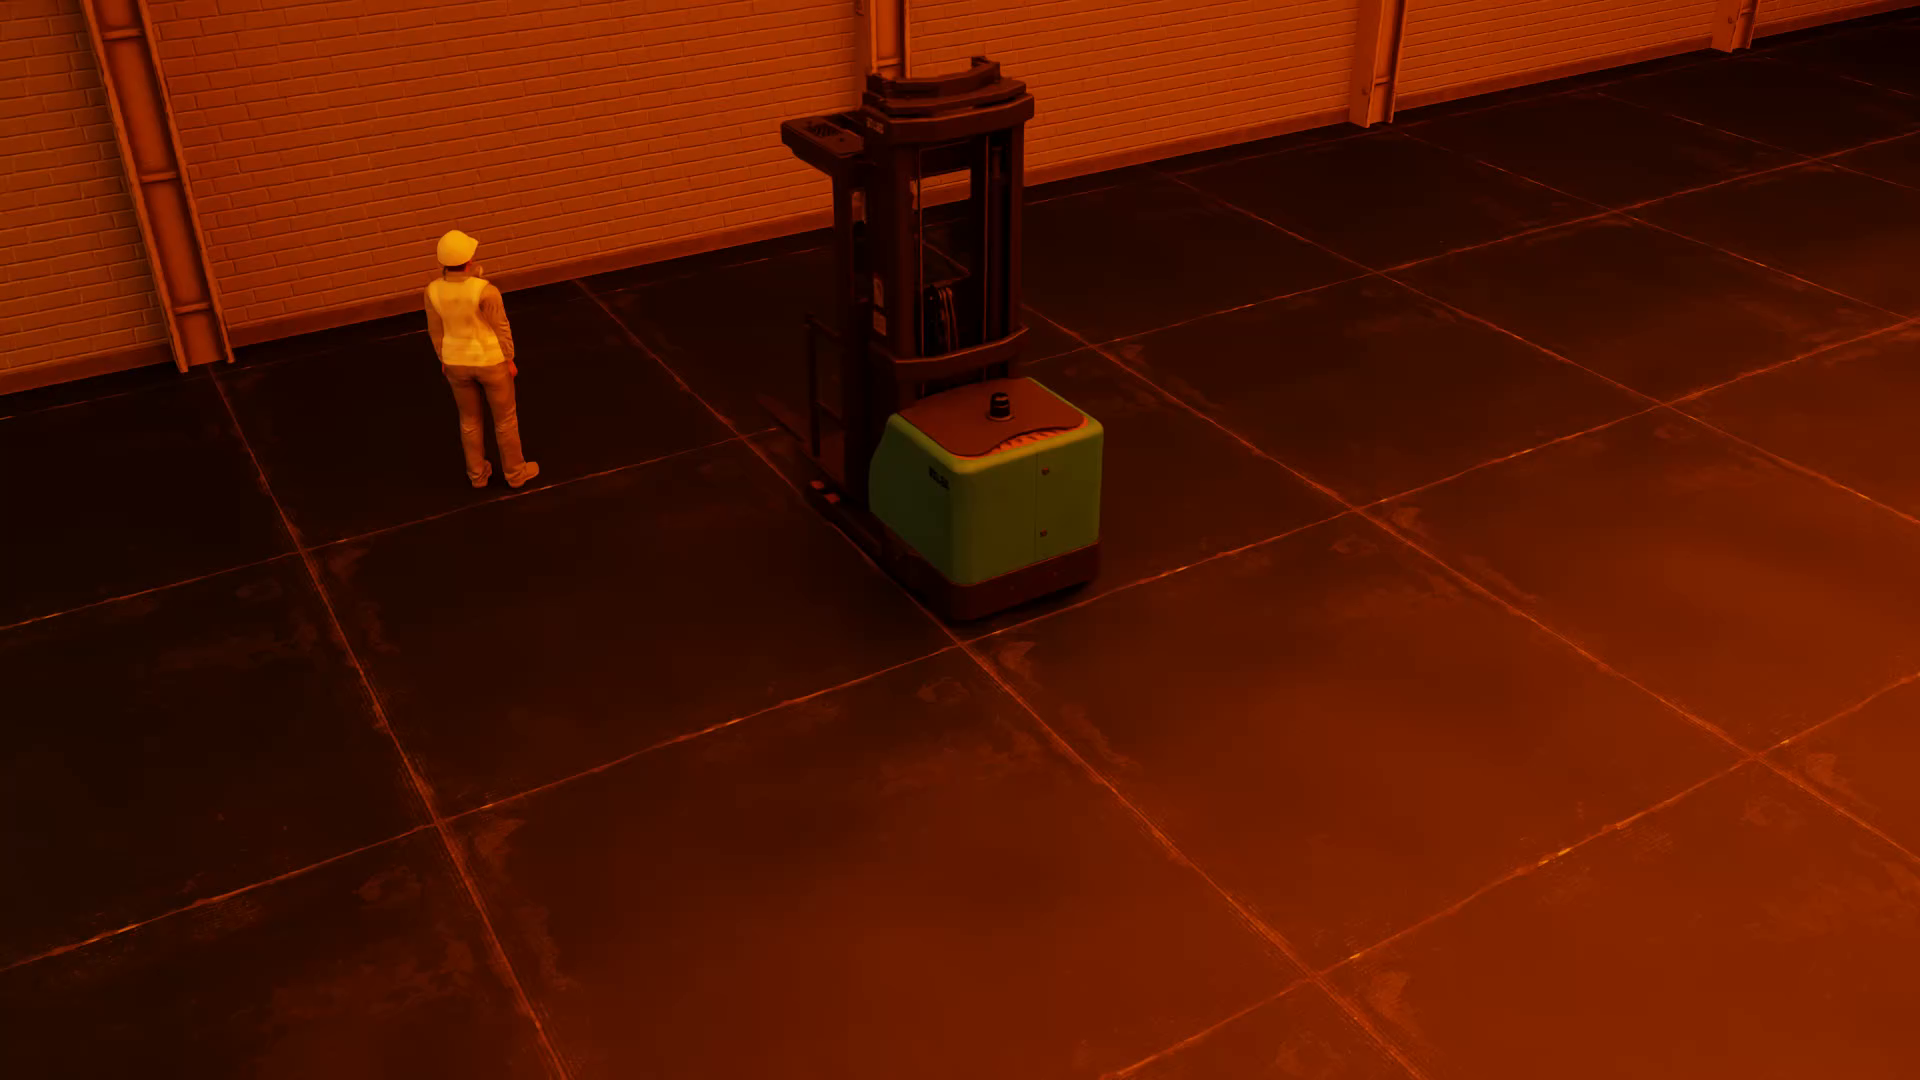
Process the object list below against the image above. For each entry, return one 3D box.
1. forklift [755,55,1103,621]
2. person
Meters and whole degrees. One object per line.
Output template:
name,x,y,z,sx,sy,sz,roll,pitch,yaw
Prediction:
forklift,-0.366,-1.510,10.169,1.130,2.935,3.031,-18,35,-27
person,-3.107,-1.162,10.717,0.524,1.775,0.375,2,31,4
